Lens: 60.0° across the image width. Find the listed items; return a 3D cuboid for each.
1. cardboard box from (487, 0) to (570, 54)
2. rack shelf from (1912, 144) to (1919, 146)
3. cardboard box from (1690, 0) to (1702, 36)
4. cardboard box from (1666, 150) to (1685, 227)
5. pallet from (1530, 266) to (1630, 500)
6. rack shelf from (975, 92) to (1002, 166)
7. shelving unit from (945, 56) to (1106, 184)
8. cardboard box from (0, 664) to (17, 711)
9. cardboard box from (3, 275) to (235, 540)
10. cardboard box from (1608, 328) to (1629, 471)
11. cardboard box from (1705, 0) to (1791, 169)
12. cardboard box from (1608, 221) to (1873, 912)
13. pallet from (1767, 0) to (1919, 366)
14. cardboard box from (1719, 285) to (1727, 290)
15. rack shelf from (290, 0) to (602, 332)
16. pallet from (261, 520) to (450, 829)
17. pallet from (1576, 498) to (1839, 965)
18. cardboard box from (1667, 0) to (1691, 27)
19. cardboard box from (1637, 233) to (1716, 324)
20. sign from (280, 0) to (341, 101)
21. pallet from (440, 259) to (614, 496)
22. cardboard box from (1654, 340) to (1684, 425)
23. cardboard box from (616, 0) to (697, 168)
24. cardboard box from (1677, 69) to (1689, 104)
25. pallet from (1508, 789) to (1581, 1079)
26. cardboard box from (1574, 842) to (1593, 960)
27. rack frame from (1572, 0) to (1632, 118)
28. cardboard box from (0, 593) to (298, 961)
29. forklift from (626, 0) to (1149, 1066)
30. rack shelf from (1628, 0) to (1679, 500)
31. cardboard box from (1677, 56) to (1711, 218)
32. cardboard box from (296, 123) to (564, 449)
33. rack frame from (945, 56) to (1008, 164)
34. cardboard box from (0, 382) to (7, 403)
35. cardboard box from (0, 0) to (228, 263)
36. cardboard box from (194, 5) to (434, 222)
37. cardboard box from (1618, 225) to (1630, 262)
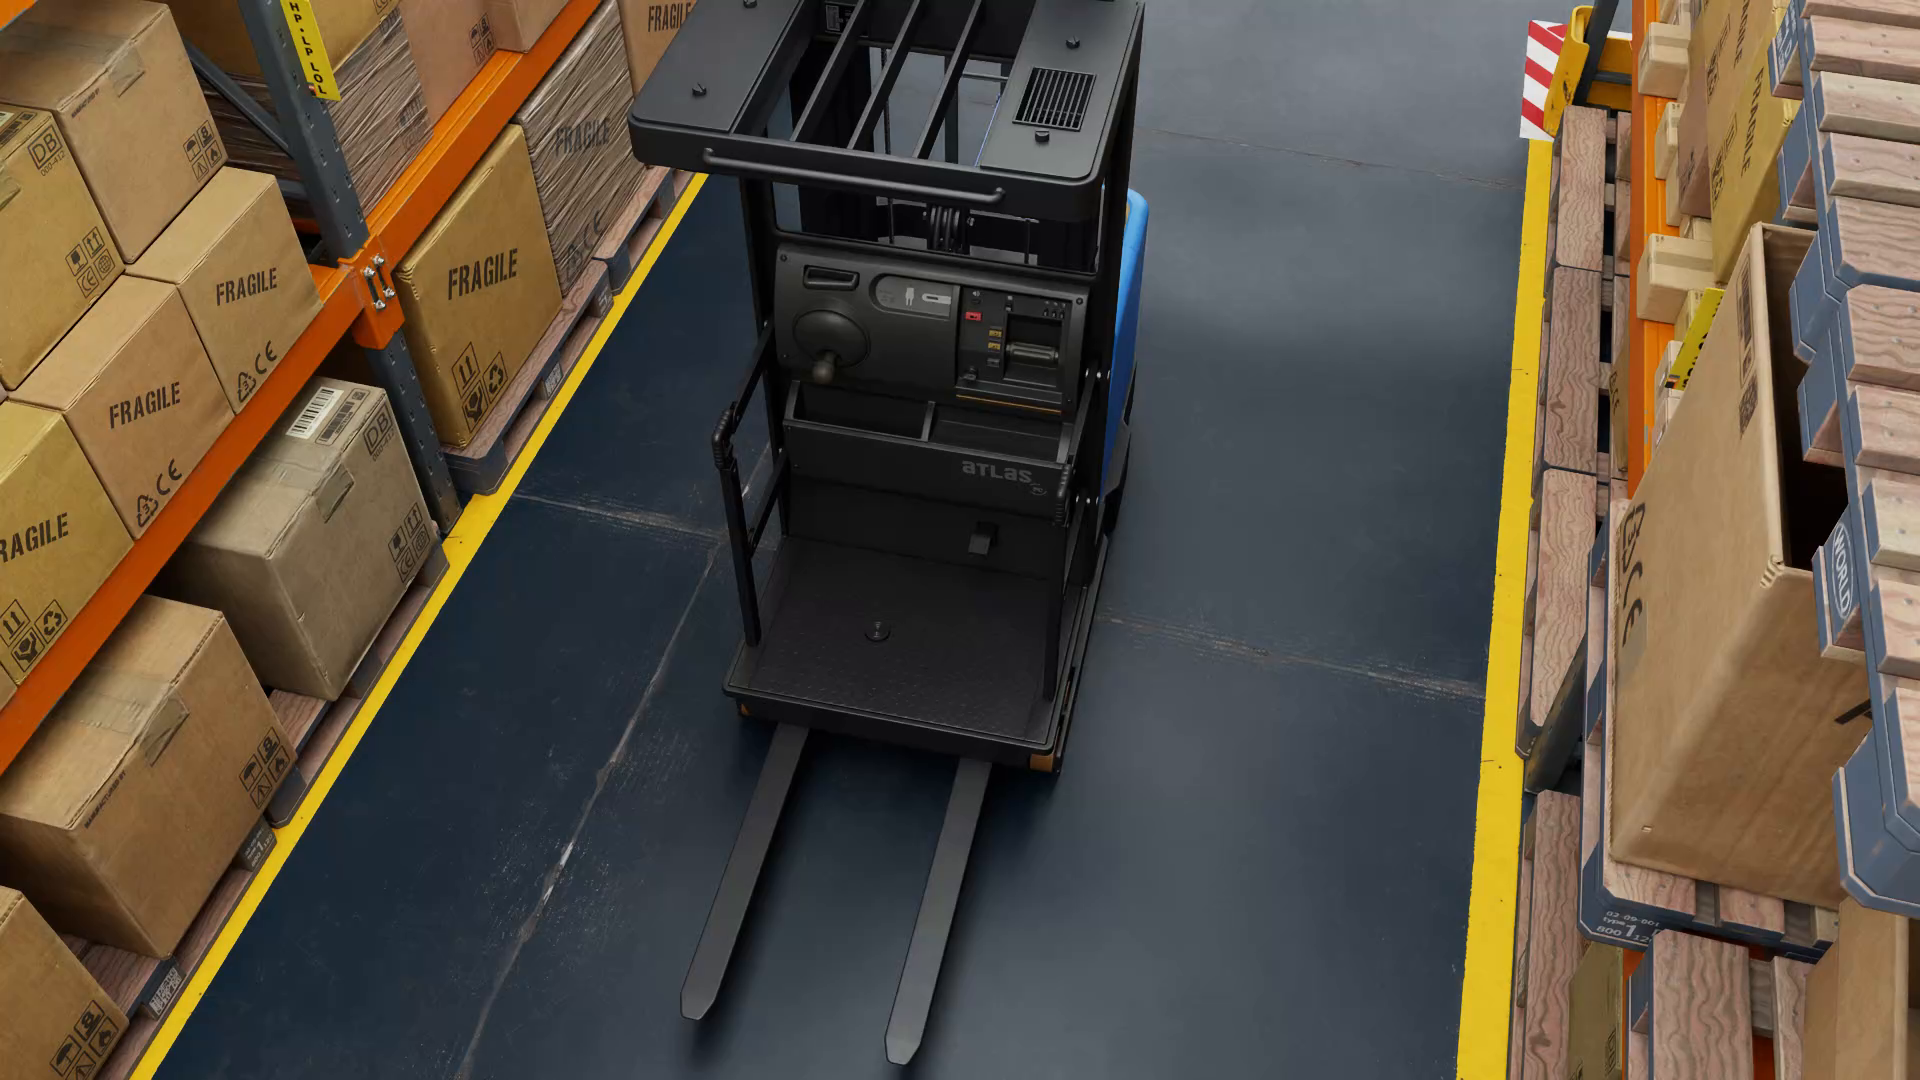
[{"bbox_3d":[-1.929,-2.240,6.127,0.875,0.550,0.550,12,50,10],"label":"cardboard box"},{"bbox_3d":[1.839,0.592,2.206,1.077,0.370,4.000,12,50,10],"label":"rack shelf"},{"bbox_3d":[3.058,-1.994,5.744,0.875,0.500,0.500,12,50,10],"label":"cardboard box"},{"bbox_3d":[2.515,-1.125,5.409,0.380,0.149,0.250,12,50,10],"label":"cardboard box"},{"bbox_3d":[2.827,-0.555,6.599,1.003,0.211,1.213,12,50,10],"label":"pallet"},{"bbox_3d":[0.306,-1.430,6.751,0.538,0.185,1.000,10,49,8],"label":"rack shelf"},{"bbox_3d":[0.306,-1.549,6.616,0.538,1.500,1.048,10,49,8],"label":"shelving unit"},{"bbox_3d":[-2.670,0.344,3.879,0.500,0.500,0.500,11,50,10],"label":"cardboard box"},{"bbox_3d":[-2.405,-0.389,4.526,0.500,0.500,0.500,11,50,10],"label":"cardboard box"},{"bbox_3d":[2.740,-0.573,6.143,0.500,0.500,0.500,8,49,7],"label":"cardboard box"},{"bbox_3d":[2.349,-1.304,4.468,0.500,0.500,0.500,12,50,10],"label":"cardboard box"},{"bbox_3d":[2.021,0.110,3.472,1.000,1.000,1.000,12,50,10],"label":"cardboard box"},{"bbox_3d":[2.100,-0.605,2.908,1.213,0.211,1.003,12,50,10],"label":"pallet"},{"bbox_3d":[2.544,-0.545,4.465,0.875,0.500,0.500,12,50,10],"label":"cardboard box"},{"bbox_3d":[-1.867,-2.360,6.812,1.077,0.370,4.000,12,50,10],"label":"rack shelf"},{"bbox_3d":[-2.523,0.344,5.806,1.003,0.211,1.213,12,50,10],"label":"pallet"},{"bbox_3d":[2.024,0.488,3.947,1.003,0.211,1.213,12,50,10],"label":"pallet"},{"bbox_3d":[2.791,-1.845,6.046,0.380,0.149,0.250,12,50,10],"label":"cardboard box"},{"bbox_3d":[2.295,-0.781,5.106,0.380,0.149,0.250,12,50,10],"label":"cardboard box"},{"bbox_3d":[-1.867,-1.409,4.773,0.100,0.325,0.005,12,50,10],"label":"sign"},{"bbox_3d":[-2.117,-0.764,6.783,1.003,0.211,1.213,12,50,10],"label":"pallet"},{"bbox_3d":[2.213,-0.409,4.778,0.380,0.149,0.250,12,50,10],"label":"cardboard box"},{"bbox_3d":[-1.685,-2.341,7.452,0.875,0.875,0.875,11,49,9],"label":"cardboard box"},{"bbox_3d":[2.687,-1.478,5.721,0.380,0.149,0.250,12,50,10],"label":"cardboard box"},{"bbox_3d":[2.162,1.386,4.886,1.003,0.211,1.213,12,50,10],"label":"pallet"},{"bbox_3d":[2.183,1.022,4.722,0.700,0.500,0.500,8,49,7],"label":"cardboard box"},{"bbox_3d":[3.418,-2.993,6.891,1.000,3.000,0.127,12,50,10],"label":"rack frame"},{"bbox_3d":[-2.727,0.617,4.925,1.050,0.750,0.750,12,50,10],"label":"cardboard box"},{"bbox_3d":[-0.138,-0.513,4.748,1.130,2.935,3.031,10,49,8],"label":"forklift"},{"bbox_3d":[2.892,-1.308,5.884,1.077,0.370,4.000,12,50,10],"label":"rack shelf"},{"bbox_3d":[2.744,-1.281,5.115,0.875,0.500,0.500,12,50,10],"label":"cardboard box"},{"bbox_3d":[-2.160,-1.029,6.294,0.875,0.875,0.875,12,50,11],"label":"cardboard box"},{"bbox_3d":[0.194,-1.177,6.288,0.500,1.500,0.032,10,49,8],"label":"rack frame"},{"bbox_3d":[-2.785,-0.418,3.884,0.700,0.500,0.500,12,50,10],"label":"cardboard box"},{"bbox_3d":[-2.518,-1.155,4.536,0.700,0.500,0.500,11,49,9],"label":"cardboard box"},{"bbox_3d":[-2.307,-1.471,5.447,0.875,0.550,0.550,12,50,10],"label":"cardboard box"},{"bbox_3d":[3.113,-1.417,6.887,0.500,0.500,0.500,24,53,20],"label":"cardboard box"}]
